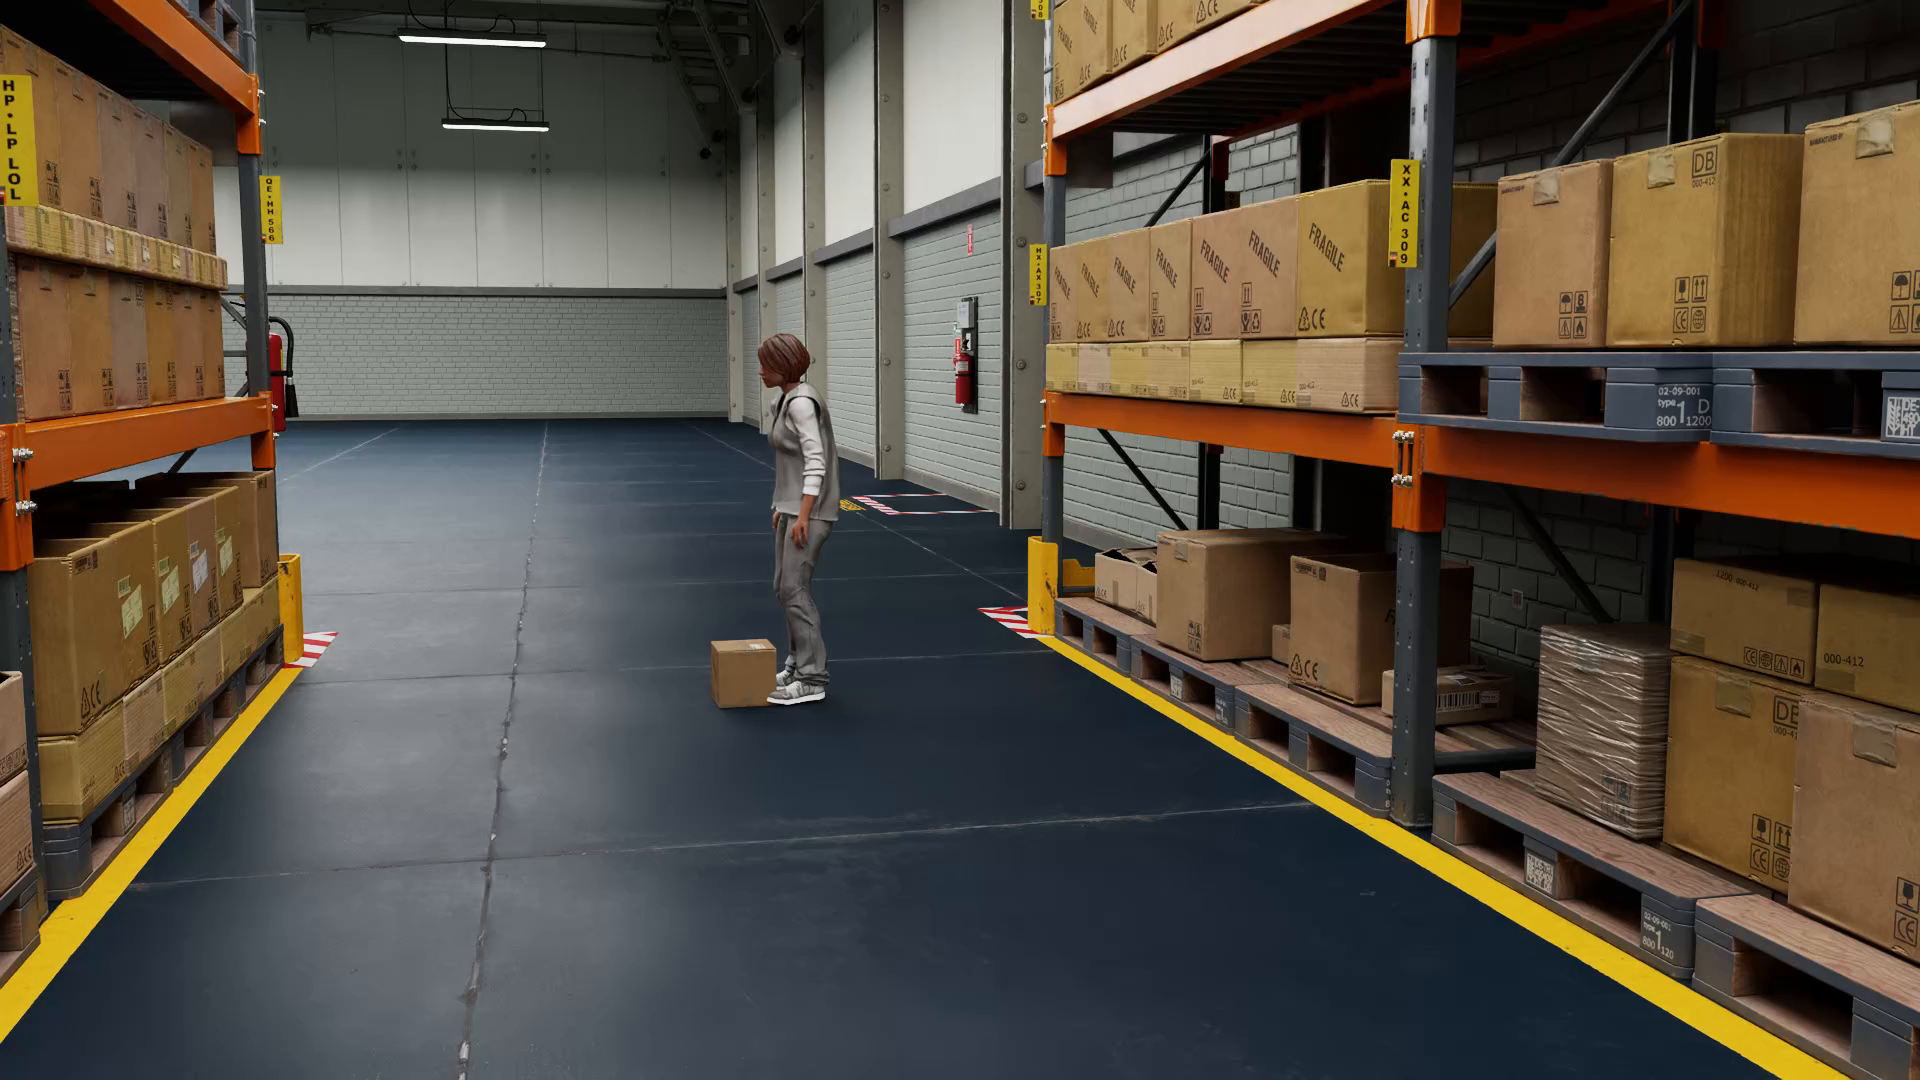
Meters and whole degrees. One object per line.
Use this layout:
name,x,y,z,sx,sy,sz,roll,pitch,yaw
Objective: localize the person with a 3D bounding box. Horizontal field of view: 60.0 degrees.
person,-0.705,-0.089,7.230,0.344,1.582,0.485,-2,7,-17
